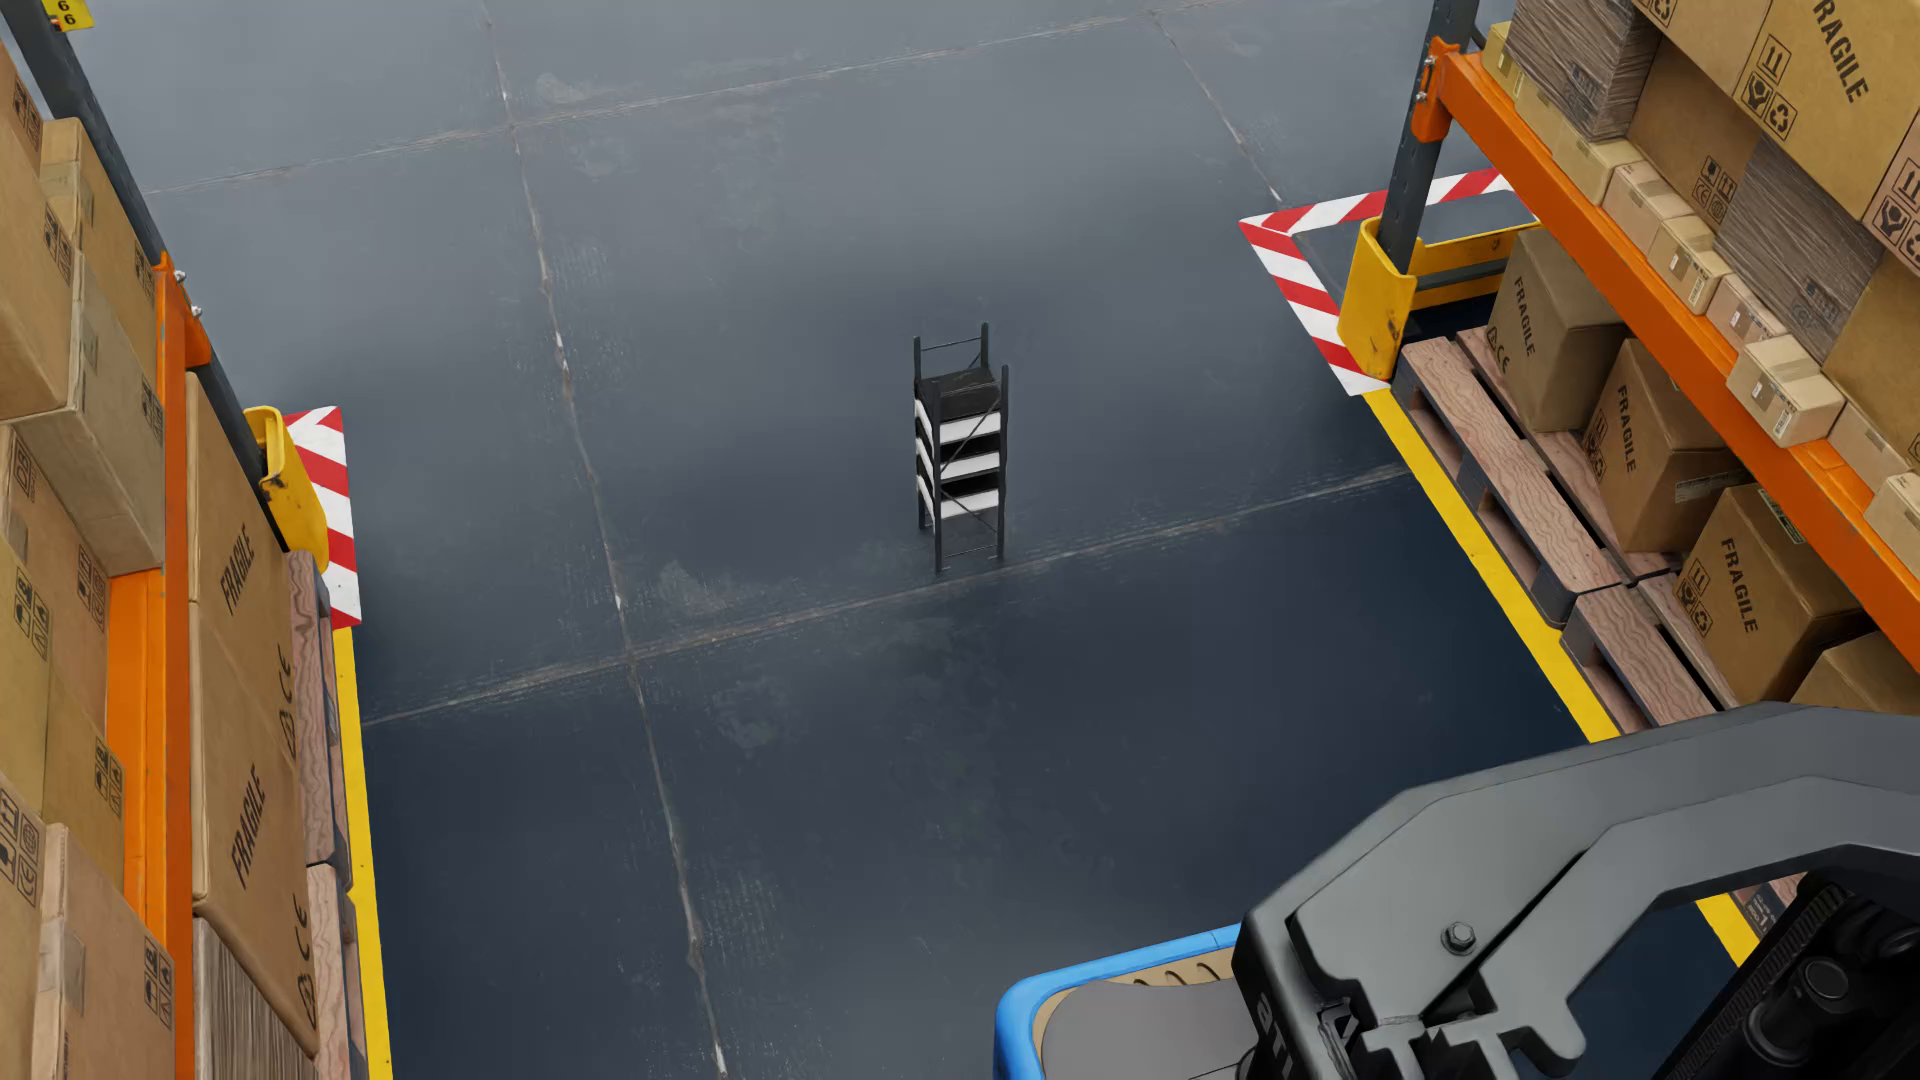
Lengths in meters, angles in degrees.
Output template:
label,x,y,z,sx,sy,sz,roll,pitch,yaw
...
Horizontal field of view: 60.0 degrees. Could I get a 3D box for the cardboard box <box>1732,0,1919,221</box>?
label,x,y,z,sx,sy,sz,roll,pitch,yaw
cardboard box,2.220,-1.126,3.823,0.500,0.500,0.500,-13,51,-11

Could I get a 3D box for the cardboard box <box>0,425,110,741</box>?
label,x,y,z,sx,sy,sz,roll,pitch,yaw
cardboard box,-2.359,0.224,3.501,0.875,0.550,0.550,-13,51,-11

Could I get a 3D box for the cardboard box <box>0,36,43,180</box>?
label,x,y,z,sx,sy,sz,roll,pitch,yaw
cardboard box,-2.668,-0.939,3.776,0.875,0.550,0.550,-13,51,-11

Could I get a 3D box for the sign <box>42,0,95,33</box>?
label,x,y,z,sx,sy,sz,roll,pitch,yaw
sign,-2.219,-1.385,4.043,0.100,0.325,0.005,-13,51,-11

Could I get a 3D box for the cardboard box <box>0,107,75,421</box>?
label,x,y,z,sx,sy,sz,roll,pitch,yaw
cardboard box,-2.417,-0.559,3.455,0.875,0.550,0.550,-13,51,-11

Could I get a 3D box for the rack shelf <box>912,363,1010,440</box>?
label,x,y,z,sx,sy,sz,roll,pitch,yaw
rack shelf,0.002,-0.437,5.220,0.258,0.077,0.200,-13,51,-11

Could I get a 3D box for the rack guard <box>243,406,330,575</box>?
label,x,y,z,sx,sy,sz,roll,pitch,yaw
rack guard,-2.748,-0.035,5.452,1.175,0.500,0.348,-13,51,-11

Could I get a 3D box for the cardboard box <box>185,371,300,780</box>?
label,x,y,z,sx,sy,sz,roll,pitch,yaw
cardboard box,-2.477,0.207,4.729,0.875,0.875,0.875,-13,51,-11

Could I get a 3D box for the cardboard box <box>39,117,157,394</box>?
label,x,y,z,sx,sy,sz,roll,pitch,yaw
cardboard box,-2.588,-0.610,4.205,0.875,0.550,0.550,-13,51,-11

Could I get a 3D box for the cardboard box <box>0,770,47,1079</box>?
label,x,y,z,sx,sy,sz,roll,pitch,yaw
cardboard box,-1.936,0.624,2.458,0.875,0.550,0.550,-13,51,-11

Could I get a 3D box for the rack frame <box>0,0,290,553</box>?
label,x,y,z,sx,sy,sz,roll,pitch,yaw
rack frame,-2.741,-0.823,4.482,1.000,3.000,0.127,-13,51,-11

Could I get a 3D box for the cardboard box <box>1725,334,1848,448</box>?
label,x,y,z,sx,sy,sz,roll,pitch,yaw
cardboard box,2.235,-0.410,4.298,0.380,0.149,0.250,-13,51,-11

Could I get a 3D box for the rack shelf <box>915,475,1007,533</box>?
label,x,y,z,sx,sy,sz,roll,pitch,yaw
rack shelf,0.002,-0.147,5.564,0.258,0.077,0.200,-13,51,-11

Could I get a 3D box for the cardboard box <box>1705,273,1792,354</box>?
label,x,y,z,sx,sy,sz,roll,pitch,yaw
cardboard box,2.260,-0.616,4.472,0.380,0.149,0.250,-13,51,-11

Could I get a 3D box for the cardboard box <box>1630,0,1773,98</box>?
label,x,y,z,sx,sy,sz,roll,pitch,yaw
cardboard box,2.071,-1.491,4.131,0.500,0.500,0.500,-13,51,-11

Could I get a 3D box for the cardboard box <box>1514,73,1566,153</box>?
label,x,y,z,sx,sy,sz,roll,pitch,yaw
cardboard box,1.939,-1.340,5.082,0.380,0.149,0.250,-13,51,-11

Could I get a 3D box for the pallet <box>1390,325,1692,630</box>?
label,x,y,z,sx,sy,sz,roll,pitch,yaw
pallet,2.256,-0.315,5.877,1.003,0.211,1.213,-13,51,-11

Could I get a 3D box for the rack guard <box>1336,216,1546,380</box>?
label,x,y,z,sx,sy,sz,roll,pitch,yaw
rack guard,2.050,-1.009,6.274,1.175,0.500,0.348,-13,51,-11

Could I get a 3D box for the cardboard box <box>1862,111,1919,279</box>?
label,x,y,z,sx,sy,sz,roll,pitch,yaw
cardboard box,2.373,-0.762,3.517,0.500,0.500,0.500,-13,51,-11

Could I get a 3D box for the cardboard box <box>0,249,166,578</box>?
label,x,y,z,sx,sy,sz,roll,pitch,yaw
cardboard box,-2.404,-0.214,3.870,0.875,0.550,0.550,-13,51,-11

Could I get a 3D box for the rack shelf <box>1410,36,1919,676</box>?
label,x,y,z,sx,sy,sz,roll,pitch,yaw
rack shelf,2.619,-0.178,4.409,1.077,0.370,4.000,-13,51,-11

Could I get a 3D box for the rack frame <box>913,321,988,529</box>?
label,x,y,z,sx,sy,sz,roll,pitch,yaw
rack frame,-0.028,-0.358,5.464,0.240,0.900,0.006,-13,51,-11

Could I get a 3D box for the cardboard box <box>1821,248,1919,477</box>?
label,x,y,z,sx,sy,sz,roll,pitch,yaw
cardboard box,2.669,-0.510,3.958,0.875,0.500,0.500,-13,51,-11

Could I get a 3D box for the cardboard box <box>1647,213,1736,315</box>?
label,x,y,z,sx,sy,sz,roll,pitch,yaw
cardboard box,2.160,-0.792,4.620,0.380,0.149,0.250,-13,51,-11

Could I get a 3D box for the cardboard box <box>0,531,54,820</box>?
label,x,y,z,sx,sy,sz,roll,pitch,yaw
cardboard box,-2.101,0.239,2.782,0.875,0.550,0.500,-13,51,-11

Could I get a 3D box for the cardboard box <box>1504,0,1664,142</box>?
label,x,y,z,sx,sy,sz,roll,pitch,yaw
cardboard box,2.163,-1.591,4.869,0.875,0.500,0.500,-13,51,-11

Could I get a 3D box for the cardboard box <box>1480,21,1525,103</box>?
label,x,y,z,sx,sy,sz,roll,pitch,yaw
cardboard box,1.884,-1.527,5.240,0.380,0.149,0.250,-13,51,-11

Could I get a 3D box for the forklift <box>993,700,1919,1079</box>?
label,x,y,z,sx,sy,sz,roll,pitch,yaw
forklift,0.938,1.694,2.405,1.130,2.935,3.031,-12,51,-10

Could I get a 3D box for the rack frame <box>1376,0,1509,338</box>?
label,x,y,z,sx,sy,sz,roll,pitch,yaw
rack frame,2.027,-1.870,5.365,1.000,3.000,0.127,-13,51,-11

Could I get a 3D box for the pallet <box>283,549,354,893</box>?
label,x,y,z,sx,sy,sz,roll,pitch,yaw
pallet,-2.430,0.642,5.071,1.003,0.211,1.213,-13,51,-11

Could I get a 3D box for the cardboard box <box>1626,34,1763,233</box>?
label,x,y,z,sx,sy,sz,roll,pitch,yaw
cardboard box,2.426,-1.253,4.584,0.875,0.500,0.500,-13,51,-11

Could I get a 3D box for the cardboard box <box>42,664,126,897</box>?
label,x,y,z,sx,sy,sz,roll,pitch,yaw
cardboard box,-2.163,0.602,3.183,0.875,0.550,0.500,-13,51,-11

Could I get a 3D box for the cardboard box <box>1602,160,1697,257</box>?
label,x,y,z,sx,sy,sz,roll,pitch,yaw
cardboard box,2.093,-0.977,4.776,0.380,0.149,0.250,-13,51,-11

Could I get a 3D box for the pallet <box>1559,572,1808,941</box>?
label,x,y,z,sx,sy,sz,roll,pitch,yaw
pallet,2.613,0.575,5.127,1.003,0.211,1.213,-13,51,-11

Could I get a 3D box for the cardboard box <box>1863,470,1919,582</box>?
label,x,y,z,sx,sy,sz,roll,pitch,yaw
cardboard box,2.436,-0.057,4.001,0.380,0.149,0.250,-13,51,-11

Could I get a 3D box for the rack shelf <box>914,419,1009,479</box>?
label,x,y,z,sx,sy,sz,roll,pitch,yaw
rack shelf,0.002,-0.321,5.358,0.258,0.077,0.200,-13,51,-11

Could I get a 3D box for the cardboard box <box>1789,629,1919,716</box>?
label,x,y,z,sx,sy,sz,roll,pitch,yaw
cardboard box,2.695,0.568,4.670,0.500,0.500,0.500,-17,52,-14

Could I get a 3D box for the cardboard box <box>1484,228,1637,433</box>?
label,x,y,z,sx,sy,sz,roll,pitch,yaw
cardboard box,2.196,-0.740,5.772,0.500,0.500,0.500,-5,50,-4

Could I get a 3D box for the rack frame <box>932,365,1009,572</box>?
label,x,y,z,sx,sy,sz,roll,pitch,yaw
rack frame,0.032,-0.210,5.338,0.240,0.900,0.006,-13,51,-11

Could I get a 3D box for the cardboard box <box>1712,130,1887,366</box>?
label,x,y,z,sx,sy,sz,roll,pitch,yaw
cardboard box,2.533,-0.878,4.268,0.875,0.500,0.500,-13,51,-11

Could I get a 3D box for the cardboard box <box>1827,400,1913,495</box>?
label,x,y,z,sx,sy,sz,roll,pitch,yaw
cardboard box,2.435,-0.257,4.169,0.380,0.149,0.250,-13,51,-11

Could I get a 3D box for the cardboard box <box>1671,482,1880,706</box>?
label,x,y,z,sx,sy,sz,roll,pitch,yaw
cardboard box,2.572,0.150,5.022,0.500,0.500,0.500,-9,50,-8

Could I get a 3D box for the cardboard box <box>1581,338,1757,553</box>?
label,x,y,z,sx,sy,sz,roll,pitch,yaw
cardboard box,2.405,-0.311,5.411,0.500,0.500,0.500,-2,50,-1

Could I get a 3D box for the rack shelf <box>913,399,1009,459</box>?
label,x,y,z,sx,sy,sz,roll,pitch,yaw
rack shelf,0.002,-0.379,5.289,0.258,0.077,0.200,-13,51,-11

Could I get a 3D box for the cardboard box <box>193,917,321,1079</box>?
label,x,y,z,sx,sy,sz,roll,pitch,yaw
cardboard box,-1.947,1.515,3.626,0.875,0.875,0.875,-13,51,-11

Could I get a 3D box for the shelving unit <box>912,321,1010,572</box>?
label,x,y,z,sx,sy,sz,roll,pitch,yaw
shelving unit,0.002,-0.284,5.401,0.258,0.900,0.210,-13,51,-11

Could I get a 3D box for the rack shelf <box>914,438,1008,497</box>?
label,x,y,z,sx,sy,sz,roll,pitch,yaw
rack shelf,0.002,-0.263,5.426,0.258,0.077,0.200,-13,51,-11

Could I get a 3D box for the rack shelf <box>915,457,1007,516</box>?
label,x,y,z,sx,sy,sz,roll,pitch,yaw
rack shelf,0.002,-0.205,5.495,0.258,0.077,0.200,-13,51,-11

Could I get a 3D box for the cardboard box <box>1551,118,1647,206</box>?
label,x,y,z,sx,sy,sz,roll,pitch,yaw
cardboard box,1.999,-1.154,4.926,0.380,0.149,0.250,-13,51,-11

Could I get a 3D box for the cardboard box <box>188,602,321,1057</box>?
label,x,y,z,sx,sy,sz,roll,pitch,yaw
cardboard box,-2.215,0.849,4.187,0.875,0.875,0.875,-14,51,-12

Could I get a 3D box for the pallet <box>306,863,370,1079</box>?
label,x,y,z,sx,sy,sz,roll,pitch,yaw
pallet,-2.073,1.532,4.321,1.003,0.211,1.213,-13,51,-11

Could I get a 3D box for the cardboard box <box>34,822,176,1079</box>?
label,x,y,z,sx,sy,sz,roll,pitch,yaw
cardboard box,-1.910,0.966,2.876,0.875,0.550,0.550,-13,51,-11

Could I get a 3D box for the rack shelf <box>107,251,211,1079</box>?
label,x,y,z,sx,sy,sz,roll,pitch,yaw
rack shelf,-2.150,0.870,3.525,1.077,0.370,4.000,-13,51,-11
